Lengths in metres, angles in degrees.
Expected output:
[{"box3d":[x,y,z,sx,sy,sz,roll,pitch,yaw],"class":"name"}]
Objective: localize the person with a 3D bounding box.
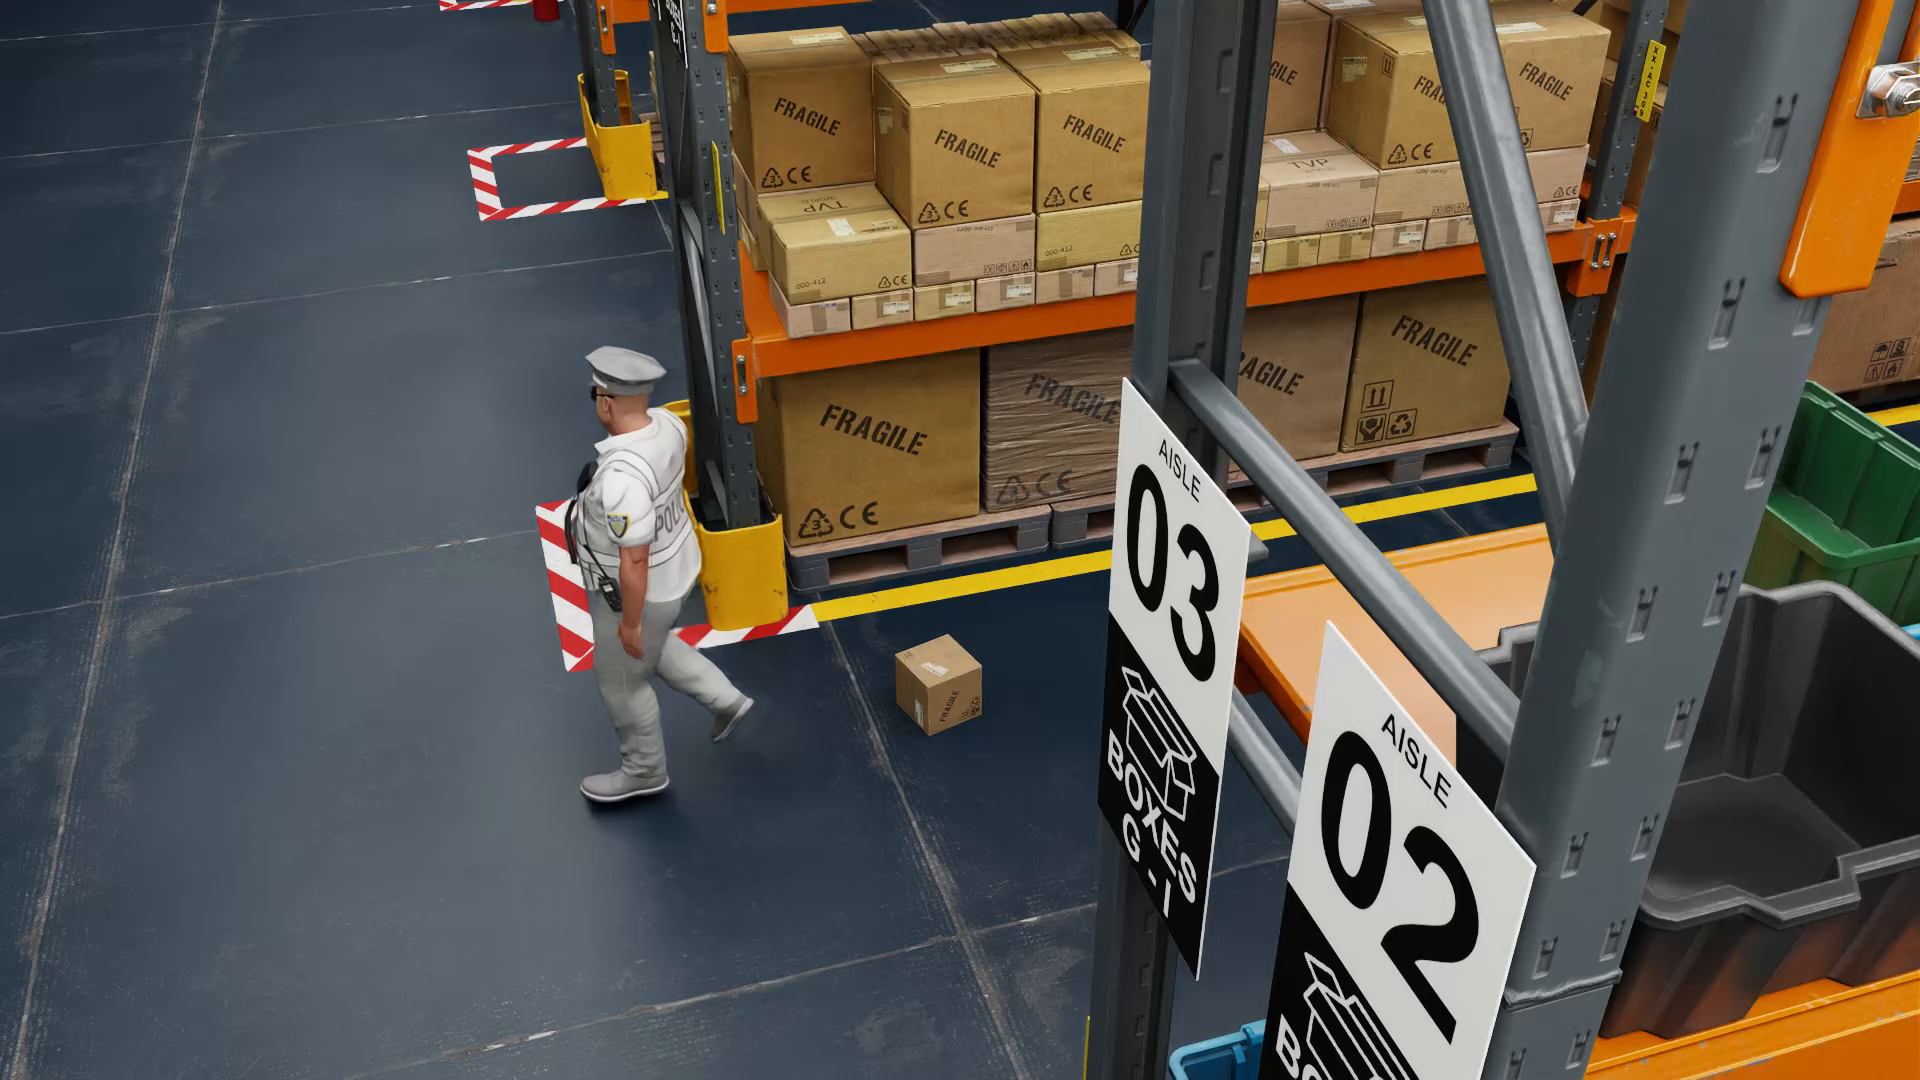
[{"box3d":[-1.087,0.141,5.891,0.611,1.733,0.596,5,34,7],"class":"person"}]
